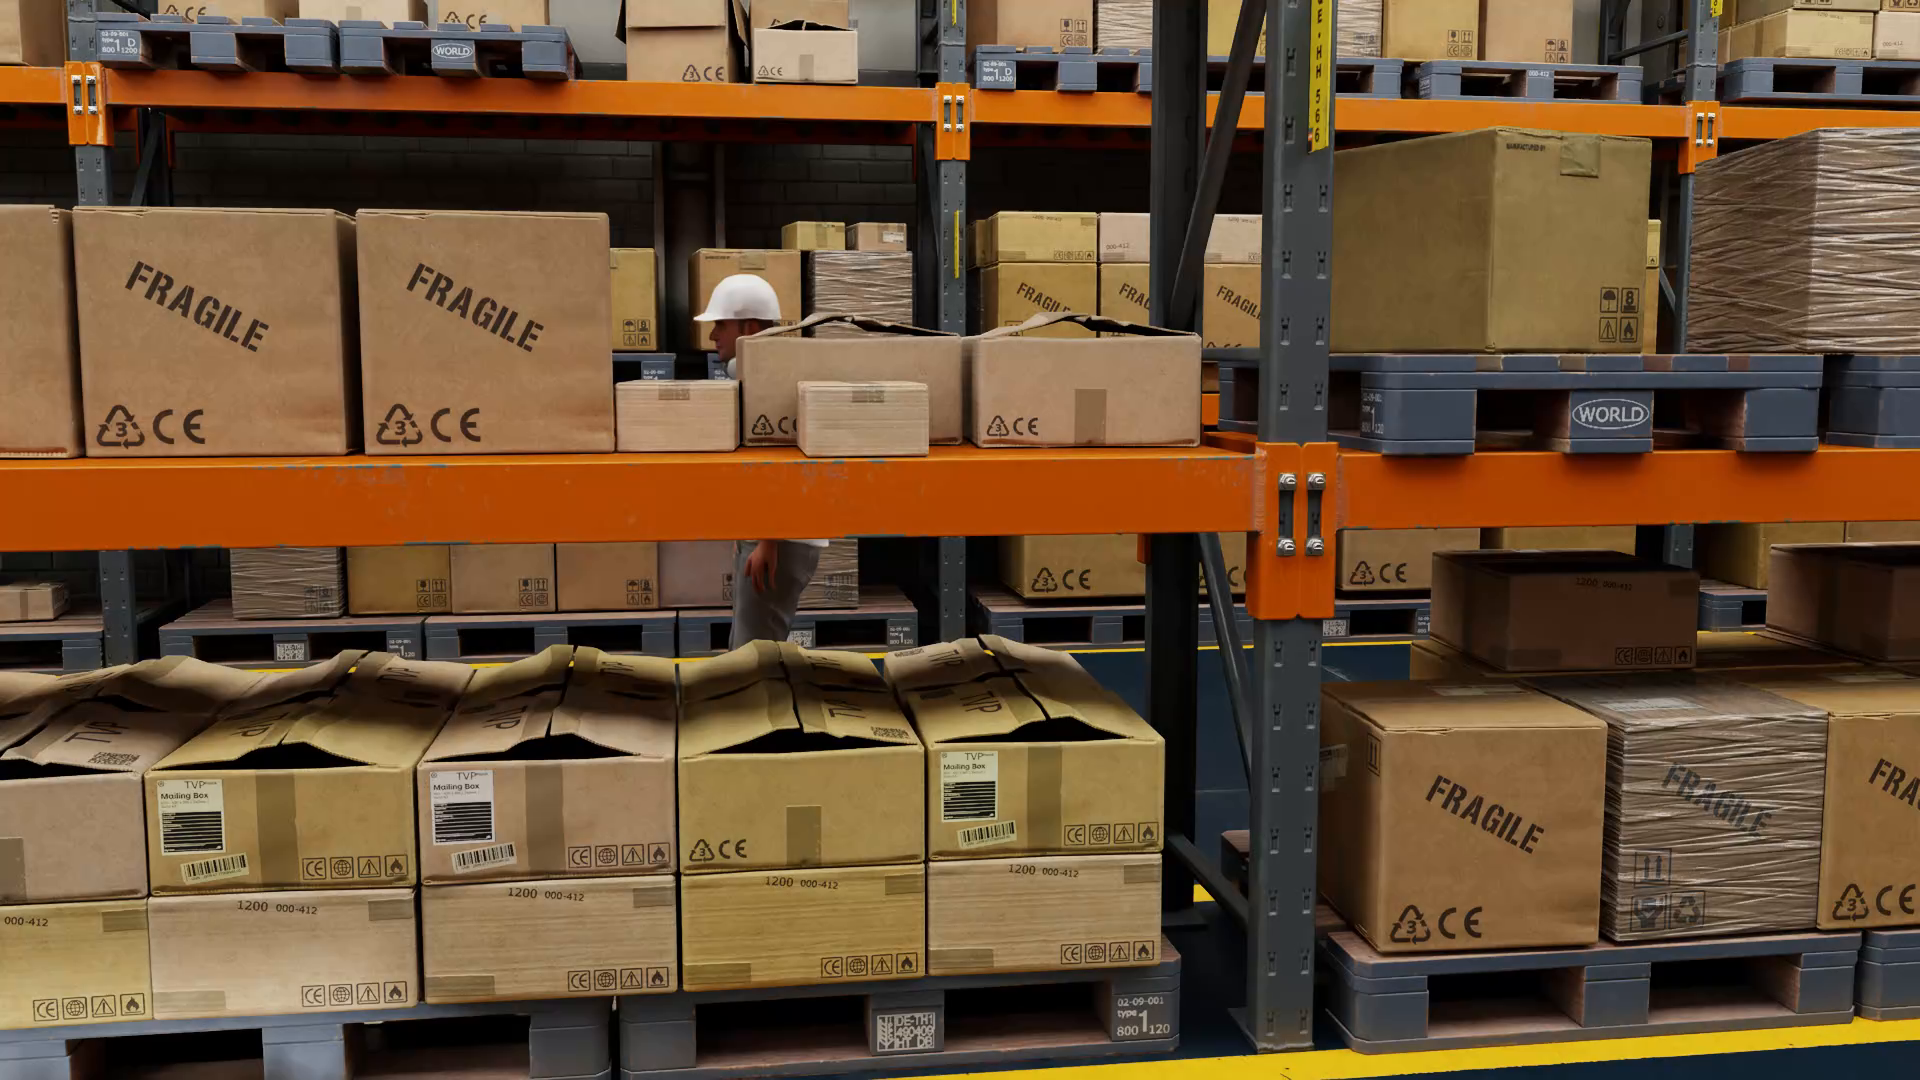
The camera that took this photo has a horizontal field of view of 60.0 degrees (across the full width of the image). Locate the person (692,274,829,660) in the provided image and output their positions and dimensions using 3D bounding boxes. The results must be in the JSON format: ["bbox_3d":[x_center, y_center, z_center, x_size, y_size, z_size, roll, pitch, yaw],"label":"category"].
[{"bbox_3d":[-0.663,-0.006,5.654,0.464,1.770,0.576,-1,7,-11],"label":"person"}]
